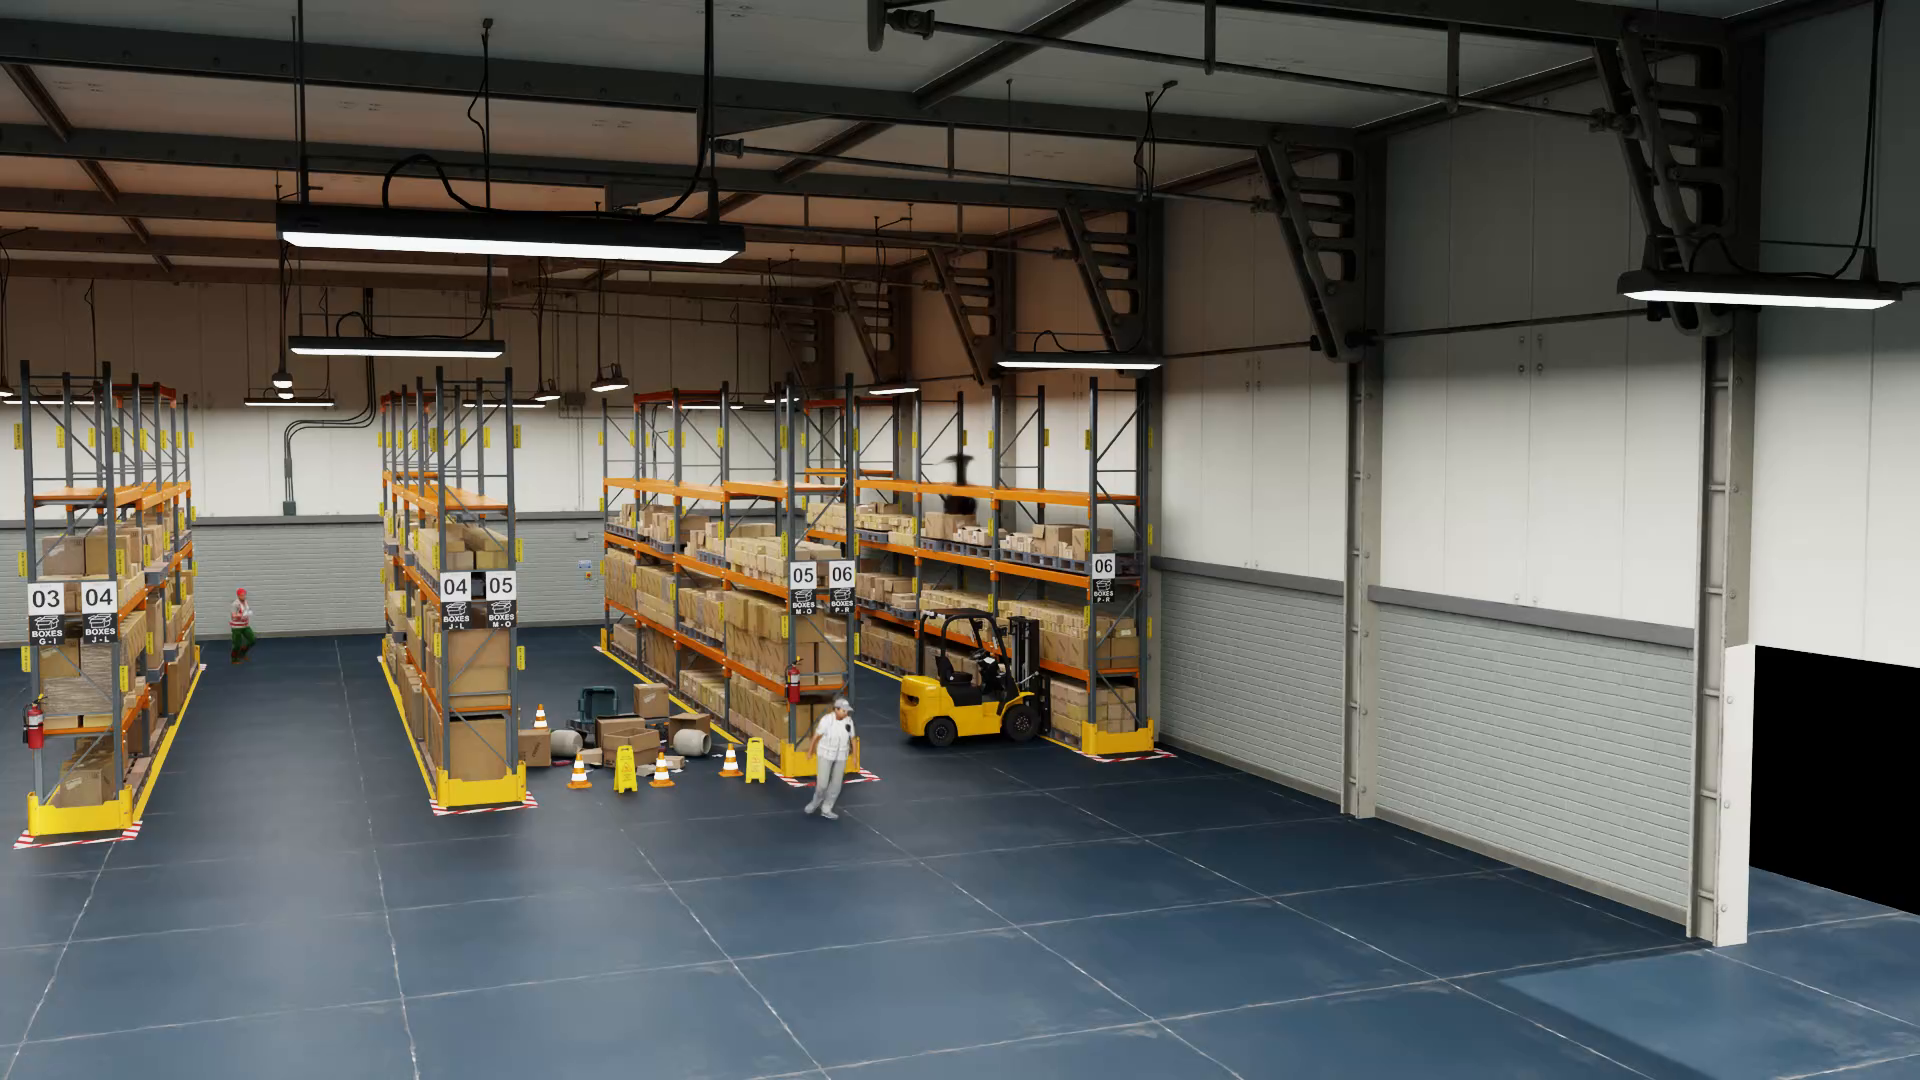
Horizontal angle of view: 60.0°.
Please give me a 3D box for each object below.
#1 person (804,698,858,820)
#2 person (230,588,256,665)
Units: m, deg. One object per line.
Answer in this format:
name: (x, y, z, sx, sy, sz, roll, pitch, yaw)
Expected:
person: (-1.689, 2.884, 21.907, 0.649, 1.630, 0.603, -2, 4, -25)
person: (-15.936, 1.938, 36.873, 0.870, 1.743, 0.622, 2, 4, 27)
